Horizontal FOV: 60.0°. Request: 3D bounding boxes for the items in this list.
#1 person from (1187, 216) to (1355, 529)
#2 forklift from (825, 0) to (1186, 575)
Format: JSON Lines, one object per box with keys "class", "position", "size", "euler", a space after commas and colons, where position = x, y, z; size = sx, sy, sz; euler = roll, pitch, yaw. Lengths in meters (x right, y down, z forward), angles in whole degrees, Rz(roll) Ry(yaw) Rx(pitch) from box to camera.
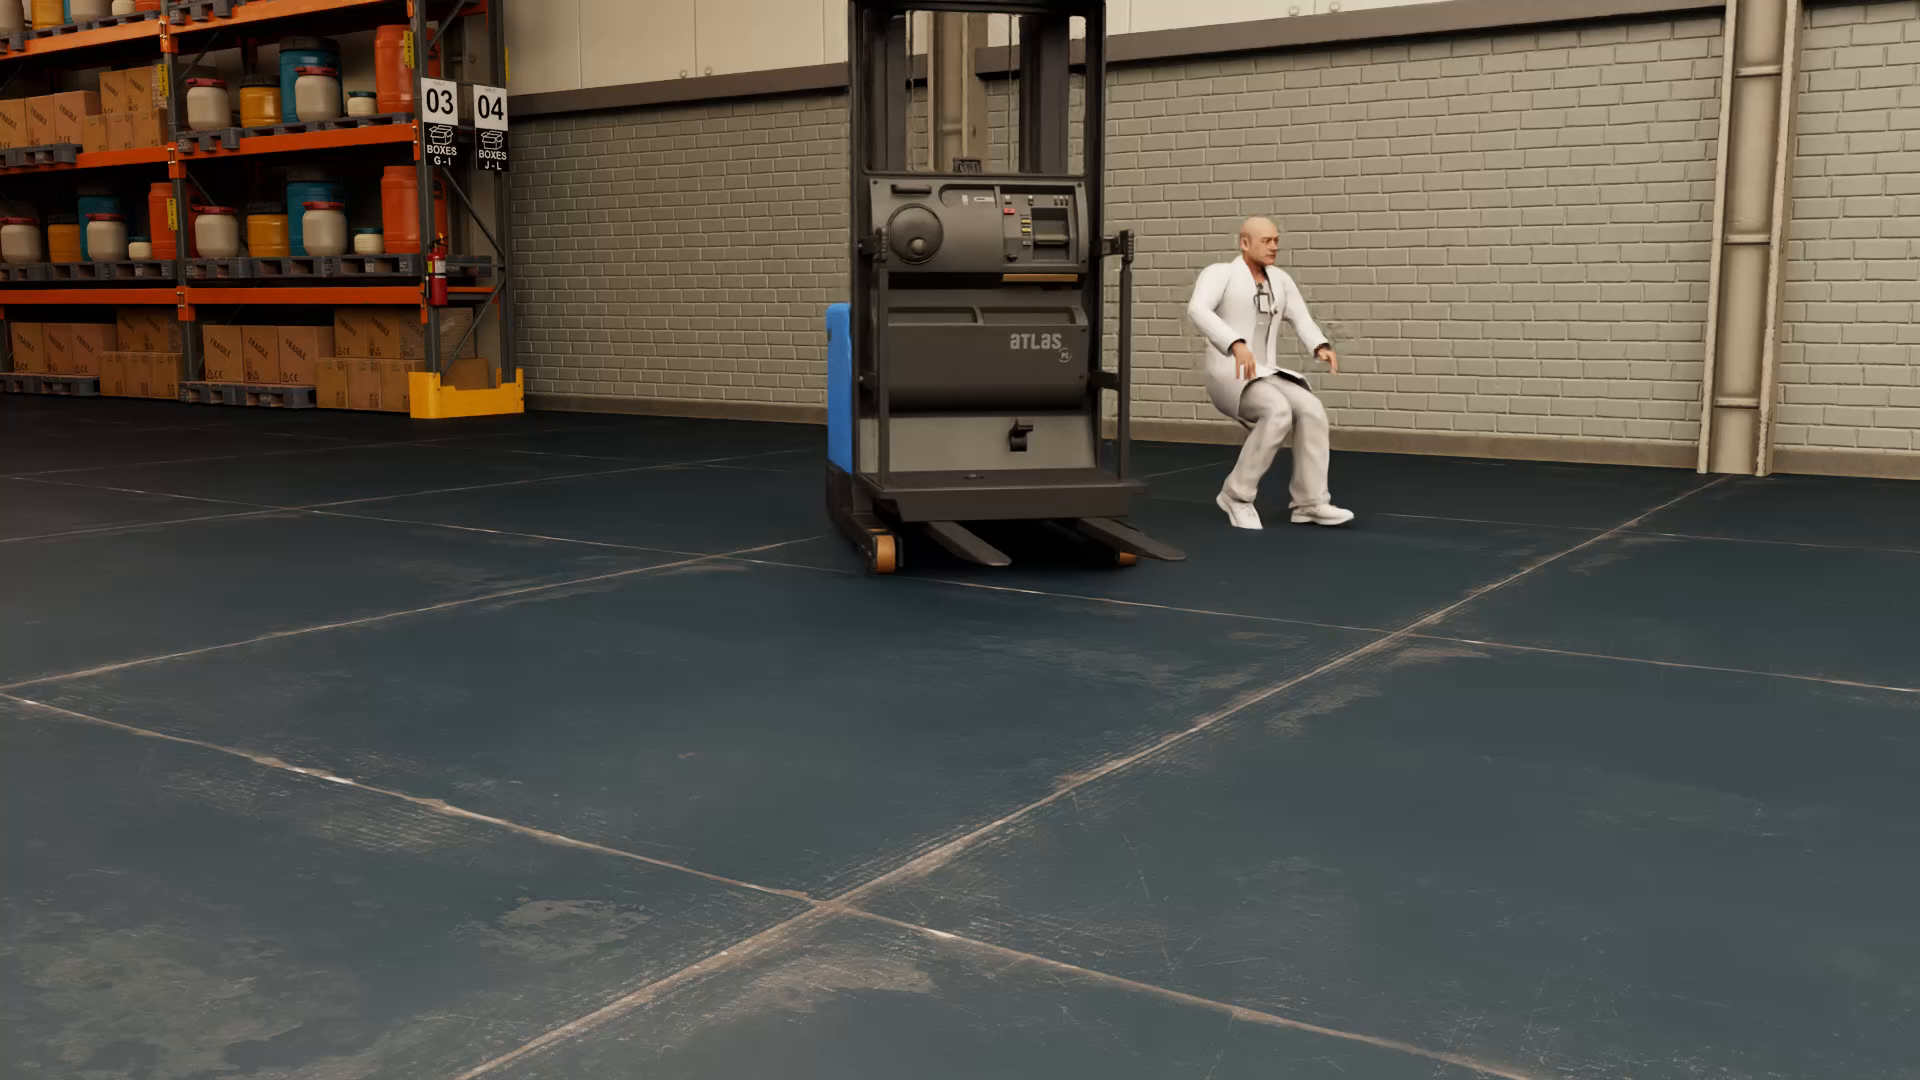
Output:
{"class": "person", "position": [1.609, -0.823, 8.214], "size": [0.851, 1.551, 0.919], "euler": [-6, 10, -37]}
{"class": "forklift", "position": [0.128, -1.367, 6.805], "size": [1.130, 2.935, 3.031], "euler": [-2, 8, -11]}
